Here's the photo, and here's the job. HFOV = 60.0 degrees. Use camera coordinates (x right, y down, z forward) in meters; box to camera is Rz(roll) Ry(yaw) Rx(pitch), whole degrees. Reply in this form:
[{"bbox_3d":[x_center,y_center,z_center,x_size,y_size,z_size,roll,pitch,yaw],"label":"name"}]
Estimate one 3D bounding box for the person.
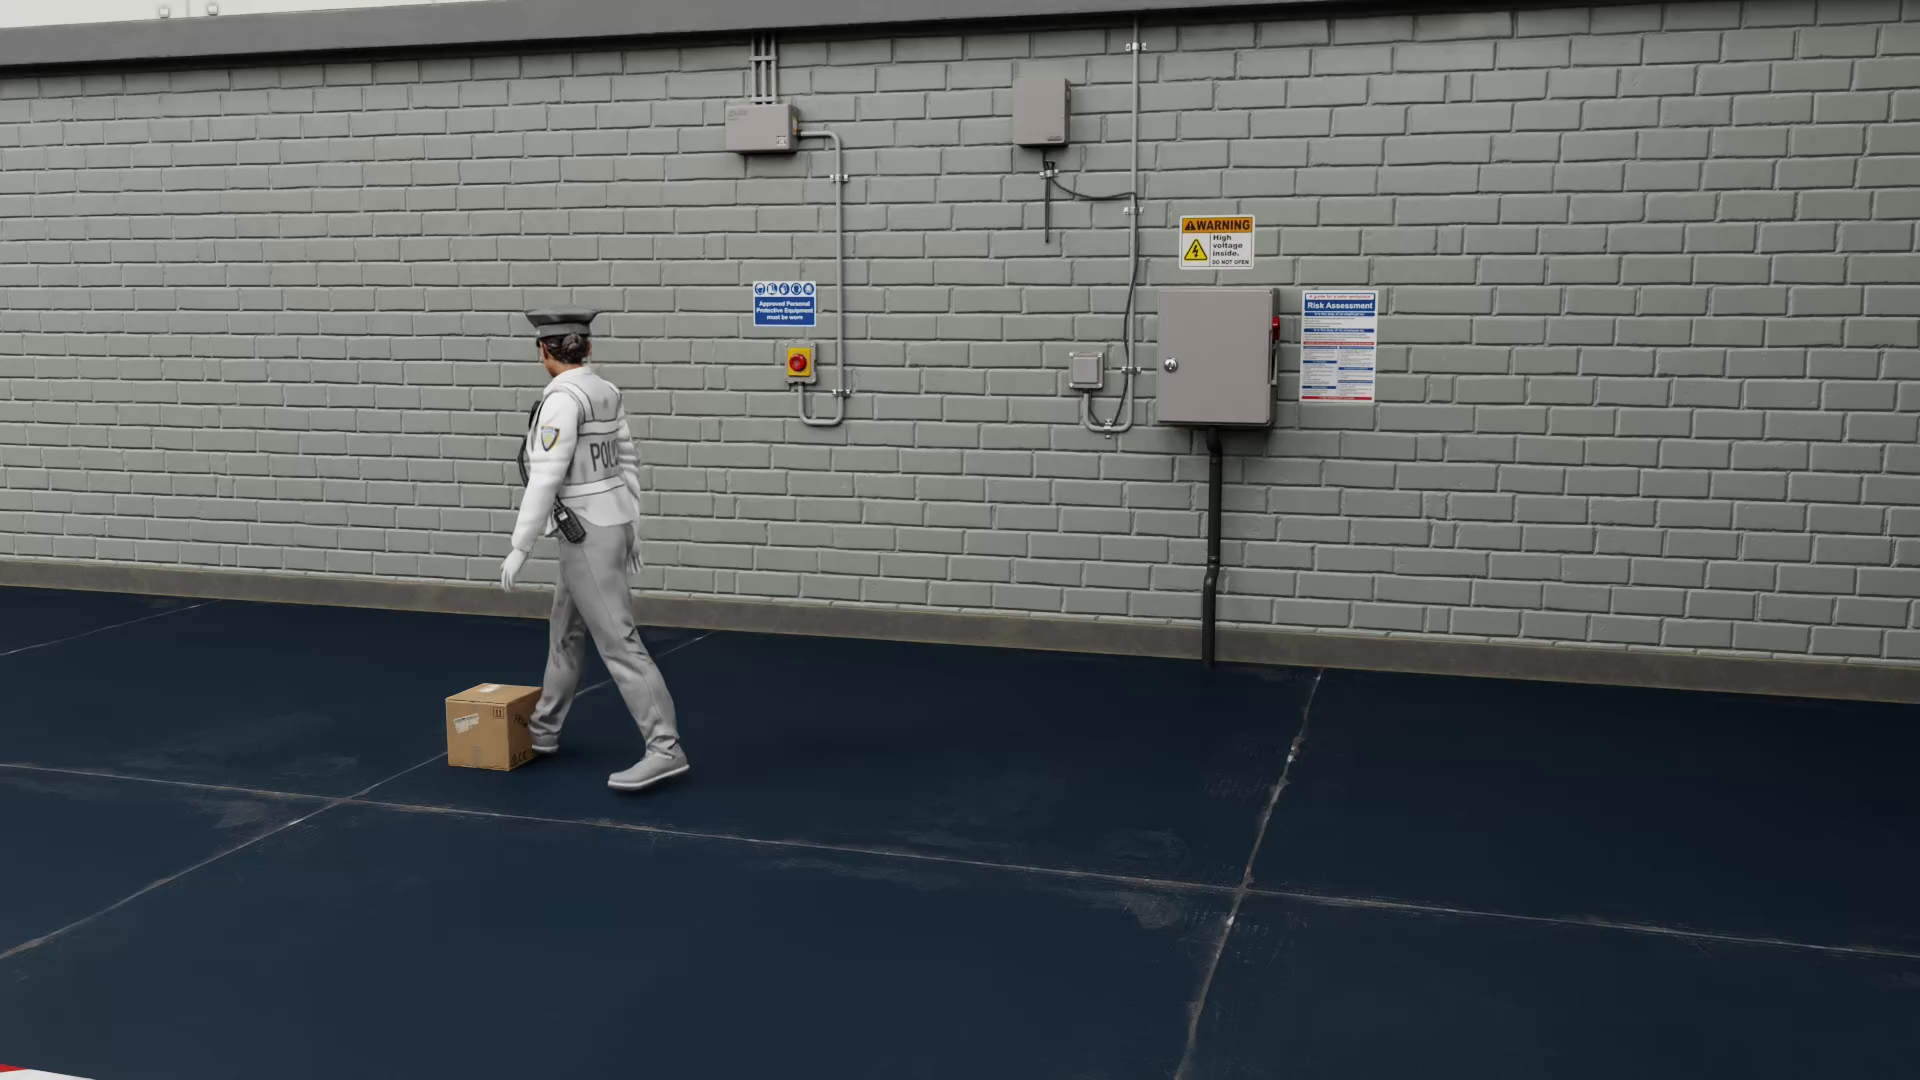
[{"bbox_3d":[-1.340,0.008,5.767,0.835,1.612,0.604,0,8,3],"label":"person"}]
